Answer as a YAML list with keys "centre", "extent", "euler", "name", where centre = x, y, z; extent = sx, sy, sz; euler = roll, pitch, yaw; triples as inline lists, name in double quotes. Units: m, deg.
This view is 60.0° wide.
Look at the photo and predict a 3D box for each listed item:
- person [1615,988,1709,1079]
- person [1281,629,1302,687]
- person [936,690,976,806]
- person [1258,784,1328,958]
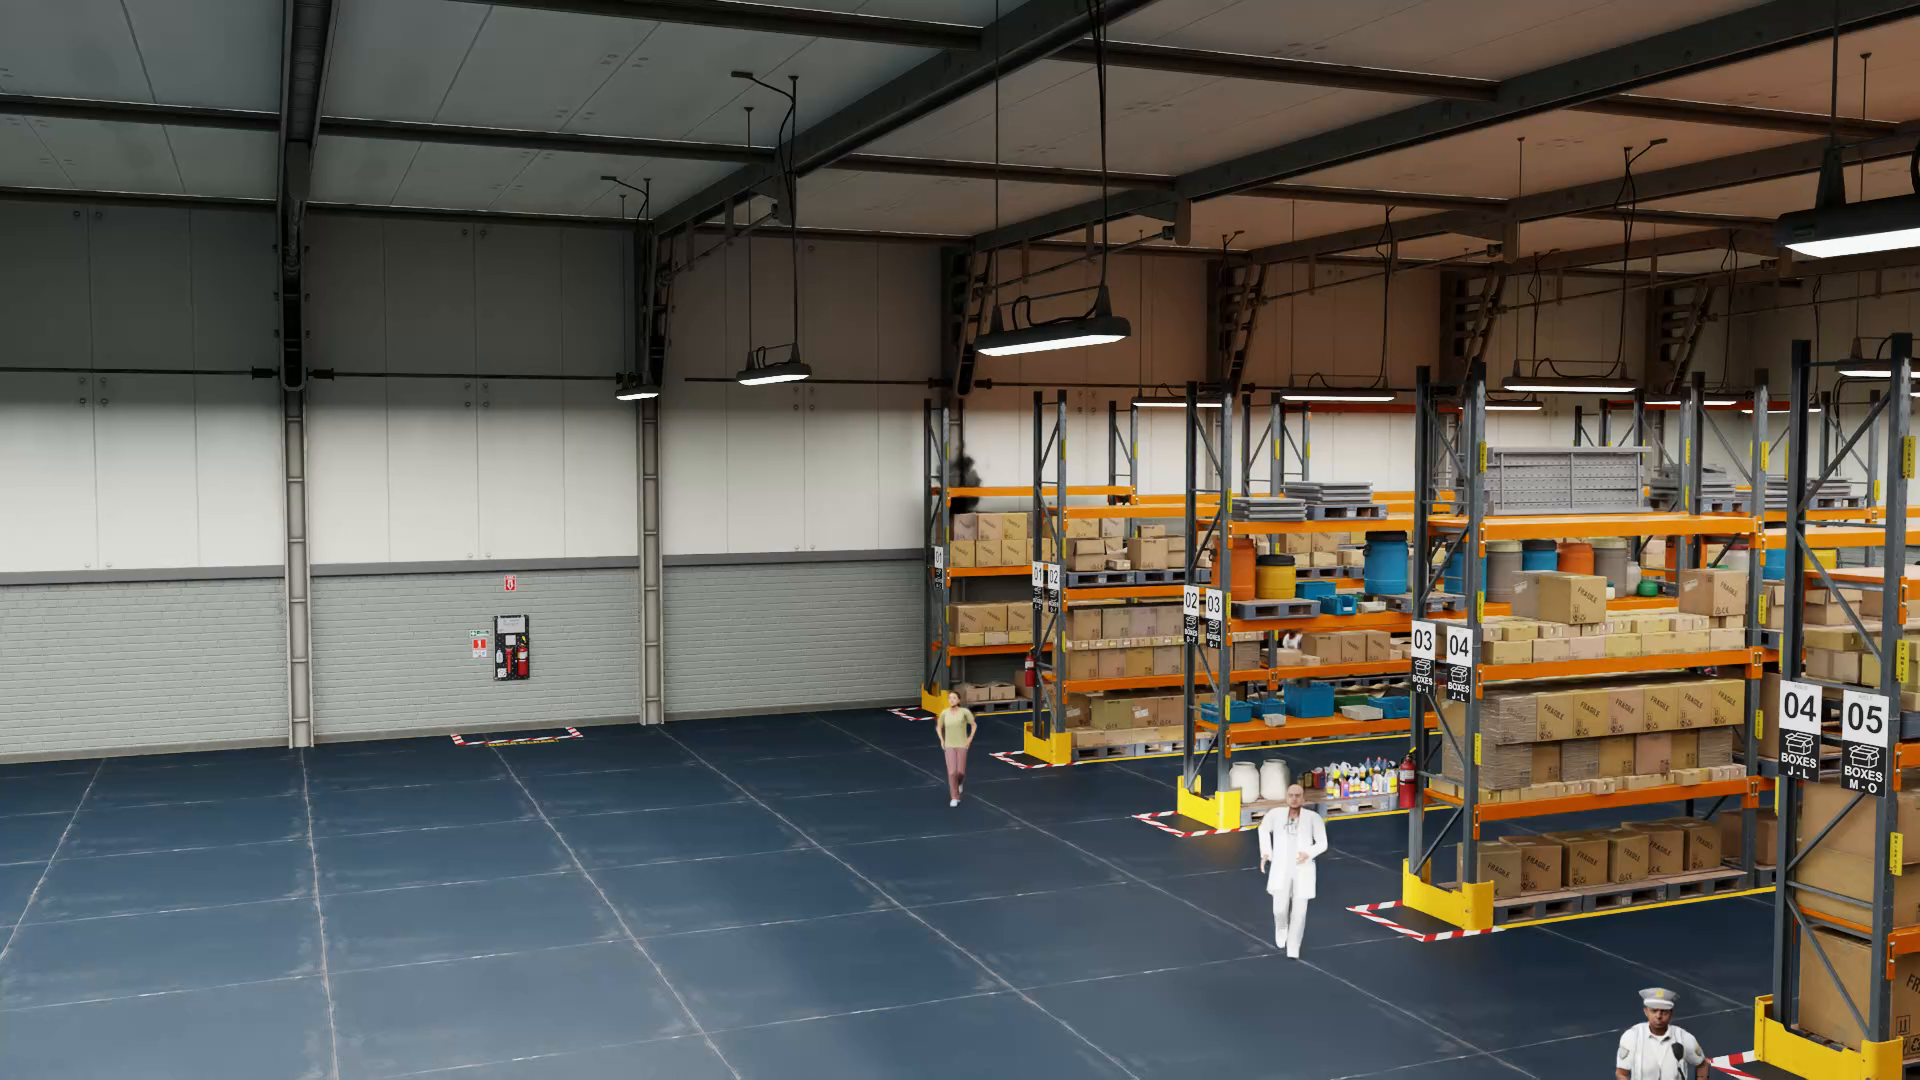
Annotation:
- centre: [4.494, 3.695, 10.671]
  extent: [0.556, 1.662, 0.603]
  euler: [2, 4, 25]
  name: "person"
- centre: [6.442, 2.417, 31.889]
  extent: [0.693, 1.763, 0.707]
  euler: [-2, 4, -33]
  name: "person"
- centre: [-0.060, 2.957, 23.760]
  extent: [0.579, 1.636, 0.551]
  euler: [0, 3, 8]
  name: "person"
- centre: [3.309, 3.313, 16.592]
  extent: [0.700, 1.736, 0.619]
  euler: [1, 3, 14]
  name: "person"
